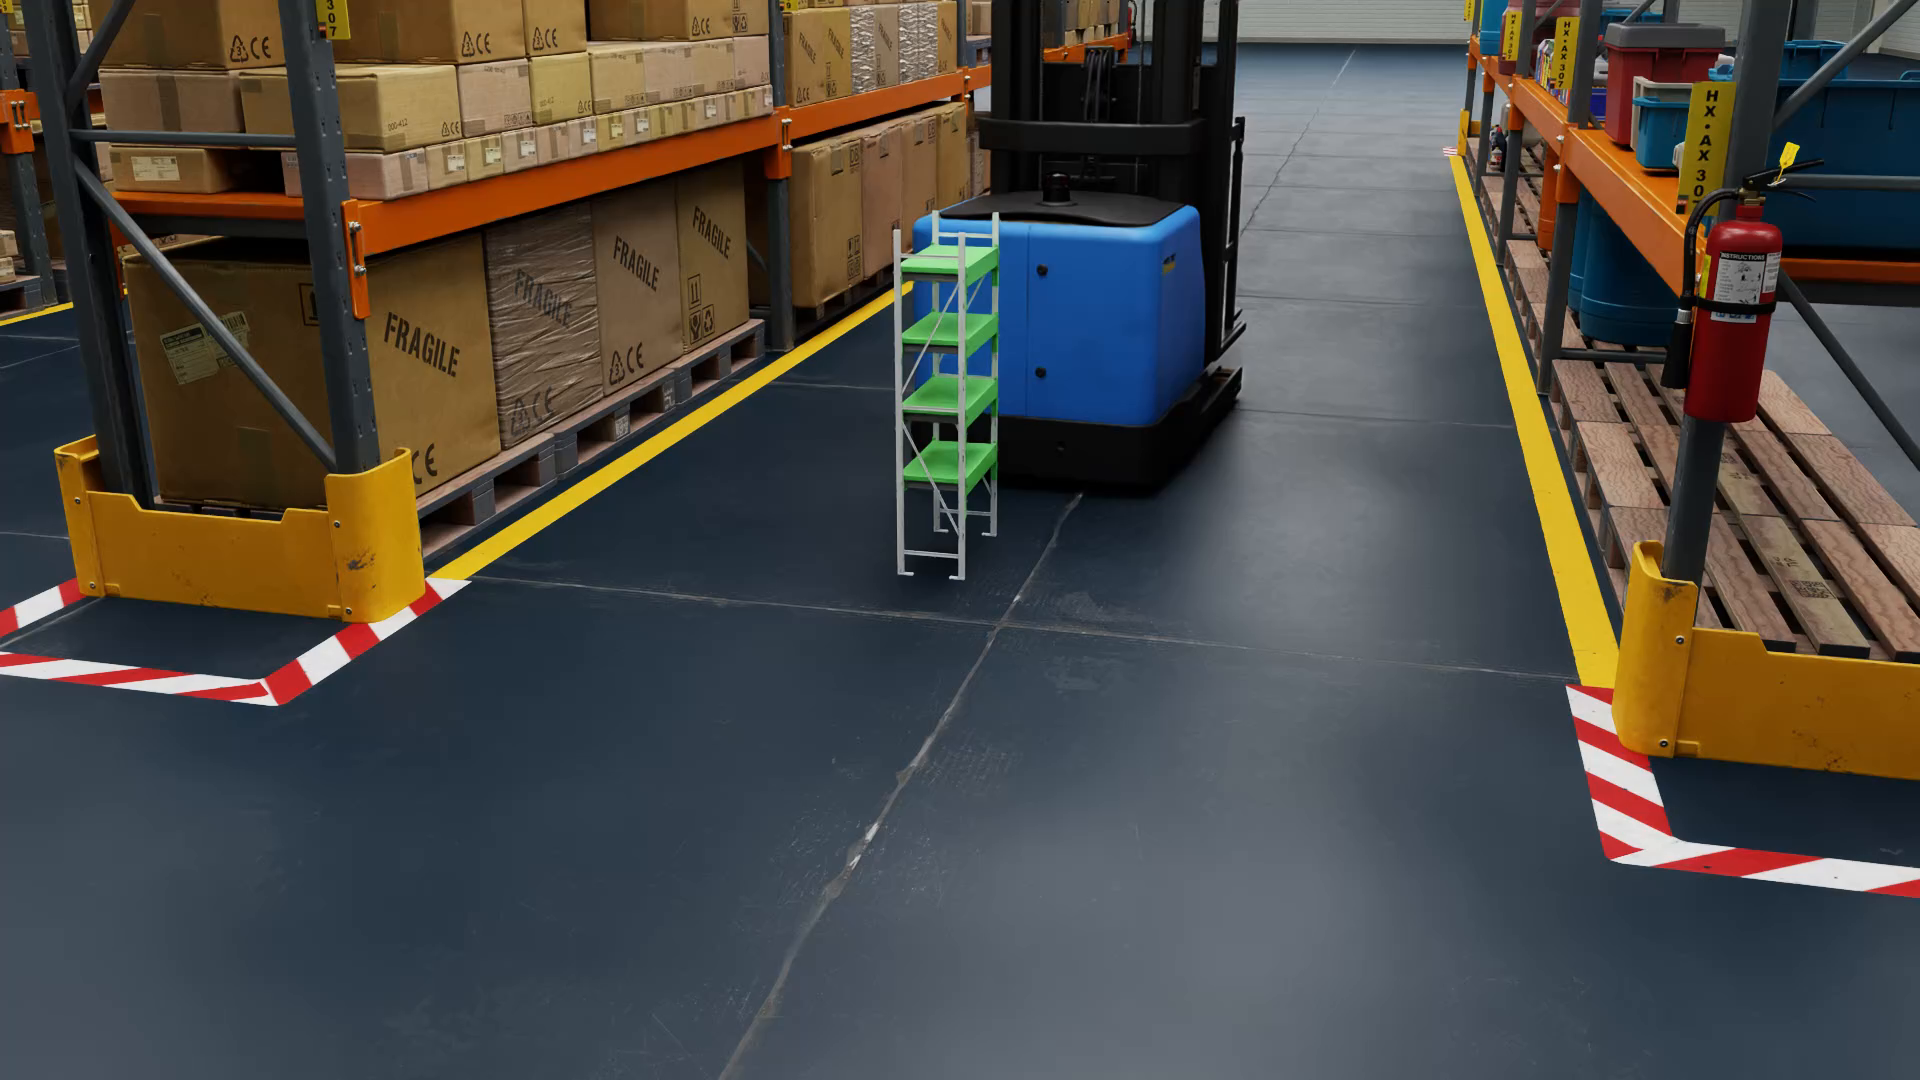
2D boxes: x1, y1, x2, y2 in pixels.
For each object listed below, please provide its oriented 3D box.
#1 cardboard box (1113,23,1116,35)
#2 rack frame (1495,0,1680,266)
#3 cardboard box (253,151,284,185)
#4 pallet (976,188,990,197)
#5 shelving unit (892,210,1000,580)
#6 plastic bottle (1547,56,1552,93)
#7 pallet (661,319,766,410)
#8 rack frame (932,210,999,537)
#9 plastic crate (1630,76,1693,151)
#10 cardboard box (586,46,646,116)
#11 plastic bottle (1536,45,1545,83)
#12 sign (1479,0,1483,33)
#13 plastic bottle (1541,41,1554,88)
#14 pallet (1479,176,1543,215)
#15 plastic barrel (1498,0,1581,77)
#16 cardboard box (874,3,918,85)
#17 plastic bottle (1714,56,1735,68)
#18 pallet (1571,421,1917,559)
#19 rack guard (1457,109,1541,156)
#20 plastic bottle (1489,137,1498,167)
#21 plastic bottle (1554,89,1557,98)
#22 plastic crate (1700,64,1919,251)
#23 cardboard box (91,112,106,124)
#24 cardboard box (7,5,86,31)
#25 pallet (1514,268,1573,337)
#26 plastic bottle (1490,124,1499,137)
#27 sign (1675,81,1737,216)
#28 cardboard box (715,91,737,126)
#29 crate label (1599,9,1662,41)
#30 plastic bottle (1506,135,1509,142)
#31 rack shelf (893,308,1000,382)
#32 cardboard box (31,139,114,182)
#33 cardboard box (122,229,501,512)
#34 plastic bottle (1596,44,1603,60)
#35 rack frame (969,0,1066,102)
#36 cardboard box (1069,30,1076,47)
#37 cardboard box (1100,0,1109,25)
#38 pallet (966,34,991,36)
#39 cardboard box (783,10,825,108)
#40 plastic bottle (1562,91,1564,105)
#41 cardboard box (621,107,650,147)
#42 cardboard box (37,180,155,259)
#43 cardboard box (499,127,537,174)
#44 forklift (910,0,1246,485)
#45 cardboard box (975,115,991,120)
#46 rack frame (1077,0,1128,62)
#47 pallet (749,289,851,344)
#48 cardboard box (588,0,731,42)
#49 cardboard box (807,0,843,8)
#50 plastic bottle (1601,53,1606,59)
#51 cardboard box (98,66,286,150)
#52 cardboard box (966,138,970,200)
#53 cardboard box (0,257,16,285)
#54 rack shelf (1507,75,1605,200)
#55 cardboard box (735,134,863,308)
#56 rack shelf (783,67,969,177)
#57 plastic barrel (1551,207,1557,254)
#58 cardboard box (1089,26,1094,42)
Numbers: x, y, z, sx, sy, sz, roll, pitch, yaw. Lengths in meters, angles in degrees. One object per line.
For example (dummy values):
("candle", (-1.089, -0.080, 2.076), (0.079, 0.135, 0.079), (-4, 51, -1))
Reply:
("cardboard box", (1.634, -6.041, 19.622), (0.380, 0.149, 0.250), (5, 19, 13))
("rack frame", (4.352, -3.367, 11.404), (1.000, 3.000, 0.127), (5, 19, 13))
("cardboard box", (-2.576, -1.351, 5.891), (0.380, 0.149, 0.250), (5, 19, 14))
("pallet", (0.042, -3.064, 14.833), (1.003, 0.211, 1.213), (5, 19, 13))
("shelving unit", (-0.040, -0.516, 5.842), (0.258, 1.200, 0.503), (5, 19, 13))
("plastic bottle", (3.652, -2.872, 10.154), (0.097, 0.271, 0.097), (0, 19, 0))
("pallet", (-1.690, -0.953, 8.650), (1.003, 0.211, 1.213), (5, 19, 13))
("rack frame", (0.019, -0.592, 6.066), (0.240, 1.200, 0.015), (5, 19, 13))
("plastic crate", (2.823, -1.621, 6.384), (0.437, 0.282, 0.530), (5, 19, 13))
("cardboard box", (-1.657, -1.934, 6.981), (0.500, 0.250, 0.500), (4, 19, 12))
("plastic bottle", (3.878, -3.162, 11.002), (0.097, 0.271, 0.097), (0, 19, 0))
("sign", (4.799, -4.798, 15.167), (0.100, 0.325, 0.005), (5, 19, 13))
("plastic bottle", (3.743, -3.018, 10.564), (0.061, 0.283, 0.133), (5, 19, 13))
("pallet", (5.175, -3.052, 14.796), (1.003, 0.211, 1.213), (5, 19, 13))
("plastic barrel", (4.172, -3.601, 11.878), (0.600, 0.536, 0.708), (5, 19, 13))
("cardboard box", (-0.582, -3.312, 11.090), (0.500, 0.500, 0.500), (4, 19, 12))
("plastic bottle", (4.084, -2.460, 8.940), (0.152, 0.276, 0.135), (5, 19, 13))
("pallet", (2.937, -0.176, 6.378), (1.003, 0.211, 1.213), (5, 19, 13))
("rack guard", (6.334, -4.664, 19.069), (1.175, 0.500, 0.348), (5, 19, 13))
("plastic bottle", (5.127, -3.720, 15.960), (0.061, 0.283, 0.133), (6, 20, 16))
("plastic bottle", (3.551, -2.749, 9.671), (0.144, 0.351, 0.185), (5, 19, 13))
("plastic crate", (2.298, -1.024, 4.398), (0.616, 0.435, 0.499), (5, 19, 13))
("cardboard box", (-9.381, -4.359, 17.726), (0.950, 0.372, 0.625), (6, 20, 17))
("cardboard box", (-5.671, -3.235, 10.298), (0.380, 0.149, 0.250), (5, 19, 14))
("pallet", (3.900, -1.416, 10.006), (1.003, 0.211, 1.213), (5, 19, 13))
("plastic bottle", (5.333, -3.961, 16.562), (0.144, 0.351, 0.185), (5, 19, 13))
("sign", (1.860, -0.975, 4.149), (0.100, 0.325, 0.005), (5, 19, 13))
("cardboard box", (-1.310, -2.103, 8.092), (0.380, 0.149, 0.250), (4, 19, 12))
("crate label", (4.857, -3.674, 12.248), (0.502, 0.435, 0.616), (5, 19, 13))
("plastic bottle", (5.404, -3.821, 16.266), (0.152, 0.276, 0.135), (5, 19, 13))
("rack shelf", (-0.040, -0.683, 5.785), (0.258, 0.148, 0.480), (5, 19, 13))
("cardboard box", (-5.776, -2.509, 10.950), (0.500, 0.250, 0.500), (4, 19, 11))
("cardboard box", (-2.327, -0.651, 6.089), (0.875, 0.875, 0.875), (5, 19, 13))
("plastic bottle", (3.282, -2.404, 8.661), (0.144, 0.351, 0.185), (5, 19, 13))
("rack frame", (0.527, -5.012, 16.220), (1.000, 3.000, 0.127), (5, 19, 13))
("cardboard box", (0.944, -5.014, 16.615), (0.380, 0.149, 0.250), (5, 19, 13))
("cardboard box", (1.173, -5.964, 18.392), (0.875, 0.500, 0.500), (5, 19, 13))
("pallet", (-0.007, -4.291, 14.406), (1.003, 0.211, 1.213), (5, 19, 13))
("cardboard box", (-1.073, -2.676, 9.227), (0.500, 0.500, 0.500), (5, 19, 14))
("plastic bottle", (3.405, -2.521, 9.236), (0.097, 0.201, 0.097), (0, 19, 0))
("cardboard box", (-1.562, -1.781, 7.151), (0.380, 0.149, 0.250), (5, 19, 14))
("cardboard box", (-5.775, -2.154, 11.071), (0.500, 0.500, 0.500), (5, 20, 16))
("cardboard box", (-1.813, -1.460, 6.209), (0.380, 0.149, 0.250), (4, 19, 13))
("forklift", (0.755, -2.046, 7.642), (1.130, 2.935, 3.031), (6, 20, 18))
("cardboard box", (0.221, -3.698, 15.561), (0.700, 0.500, 0.500), (5, 19, 13))
("rack frame", (1.504, -6.265, 19.890), (1.000, 3.000, 0.127), (5, 19, 13))
("pallet", (-1.313, -1.432, 10.055), (1.003, 0.211, 1.213), (5, 19, 13))
("cardboard box", (-1.408, -2.607, 7.791), (0.500, 0.500, 0.500), (5, 19, 14))
("cardboard box", (-1.101, -3.441, 9.916), (0.797, 0.503, 0.637), (5, 19, 14))
("plastic bottle", (3.585, -2.585, 9.313), (0.097, 0.271, 0.097), (0, 19, 0))
("cardboard box", (-2.544, -1.493, 5.690), (0.500, 0.250, 0.500), (4, 19, 13))
("cardboard box", (-0.306, -2.995, 13.502), (0.700, 0.500, 0.500), (4, 19, 10))
("cardboard box", (-5.978, -1.627, 10.073), (0.380, 0.149, 0.250), (5, 19, 14))
("rack shelf", (3.863, -2.400, 9.685), (1.077, 0.370, 4.000), (5, 19, 13))
("cardboard box", (-1.291, -1.900, 9.746), (1.225, 0.875, 0.875), (5, 19, 14))
("rack shelf", (-0.939, -2.791, 10.830), (1.077, 0.370, 4.000), (5, 19, 13))
("plastic barrel", (3.973, -1.916, 10.237), (0.600, 0.588, 0.708), (5, 19, 13))
("cardboard box", (1.224, -5.408, 17.768), (0.380, 0.149, 0.250), (5, 19, 13))
